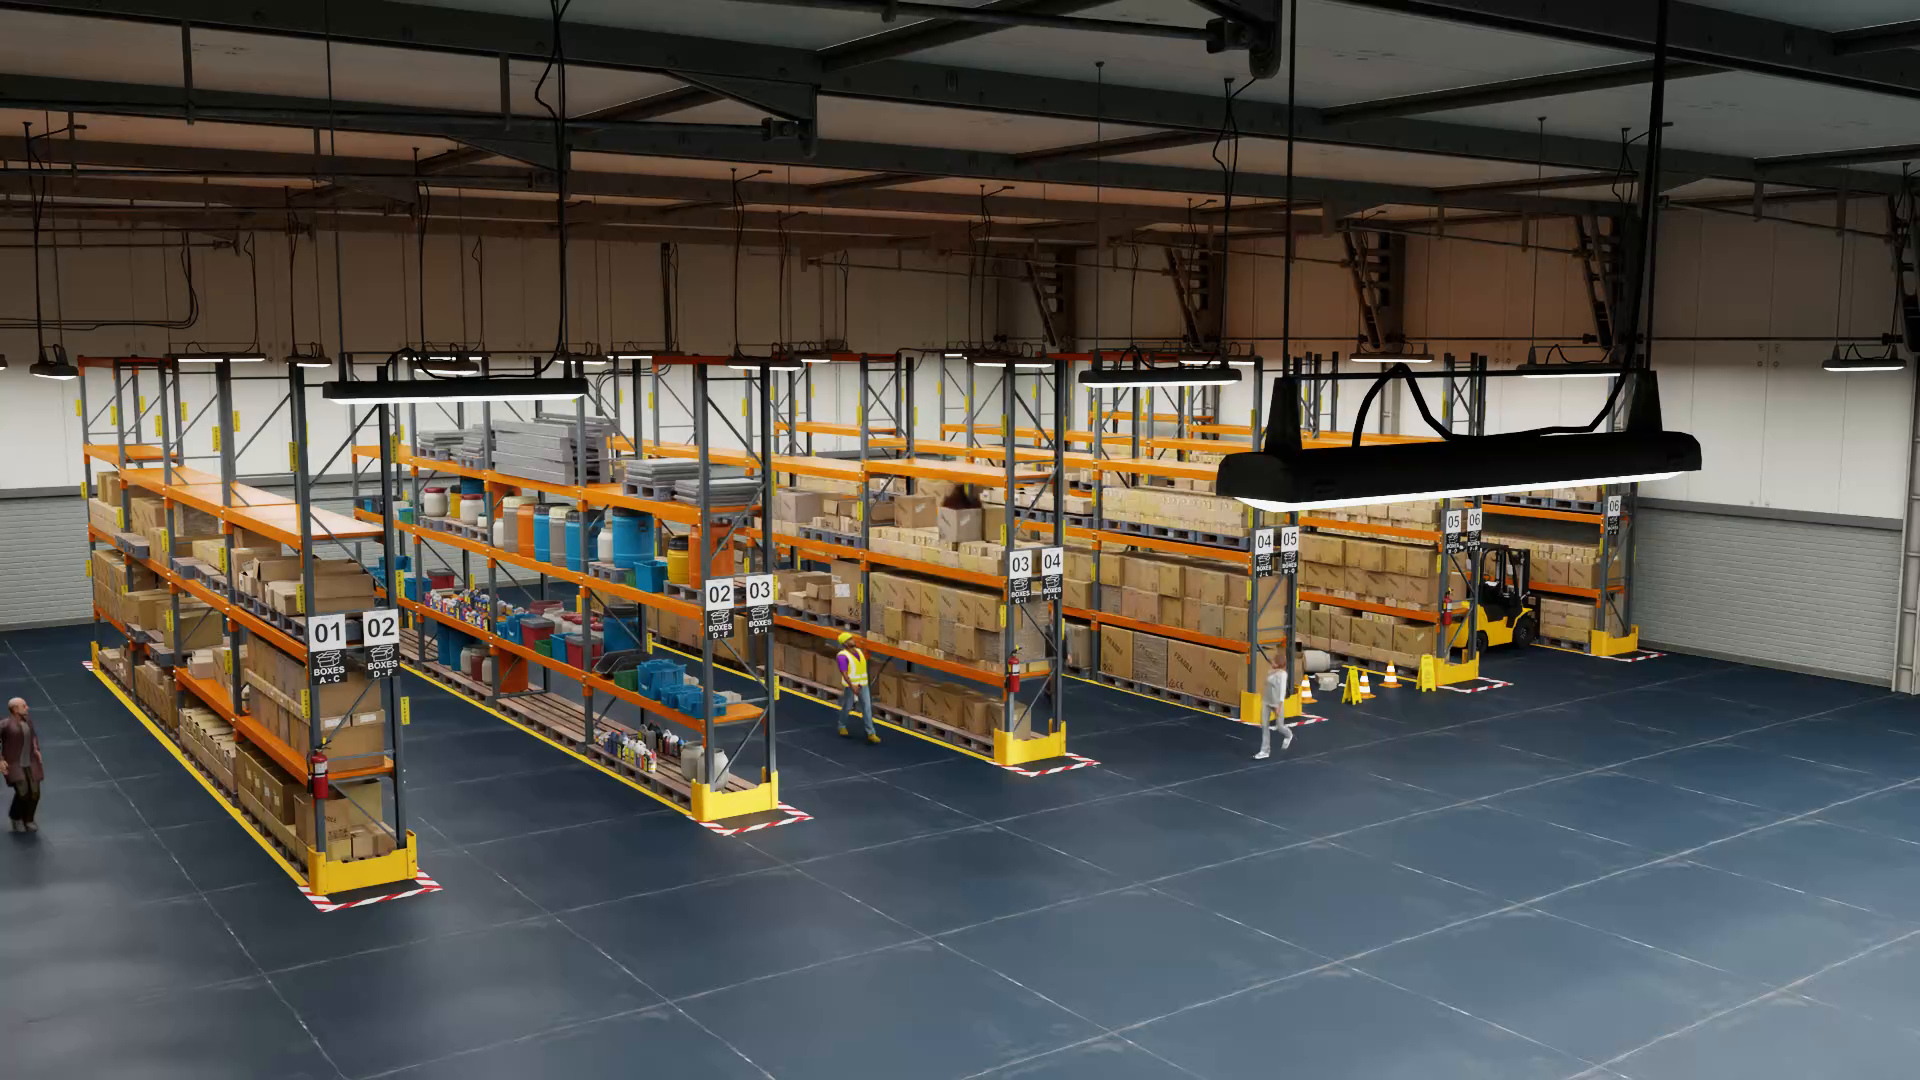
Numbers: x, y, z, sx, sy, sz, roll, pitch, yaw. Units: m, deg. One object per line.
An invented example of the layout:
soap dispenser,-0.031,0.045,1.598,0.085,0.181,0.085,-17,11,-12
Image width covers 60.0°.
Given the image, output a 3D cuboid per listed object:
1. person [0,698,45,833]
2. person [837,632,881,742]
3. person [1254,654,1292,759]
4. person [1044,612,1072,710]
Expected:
person,-12.085,2.918,21.296,0.535,1.754,0.702,6,9,39
person,-1.621,2.298,26.192,0.598,1.678,1.038,-4,8,-33
person,4.780,2.501,25.206,0.403,1.563,0.760,5,8,33
person,1.660,2.041,28.537,0.497,1.661,1.045,-3,8,-23
